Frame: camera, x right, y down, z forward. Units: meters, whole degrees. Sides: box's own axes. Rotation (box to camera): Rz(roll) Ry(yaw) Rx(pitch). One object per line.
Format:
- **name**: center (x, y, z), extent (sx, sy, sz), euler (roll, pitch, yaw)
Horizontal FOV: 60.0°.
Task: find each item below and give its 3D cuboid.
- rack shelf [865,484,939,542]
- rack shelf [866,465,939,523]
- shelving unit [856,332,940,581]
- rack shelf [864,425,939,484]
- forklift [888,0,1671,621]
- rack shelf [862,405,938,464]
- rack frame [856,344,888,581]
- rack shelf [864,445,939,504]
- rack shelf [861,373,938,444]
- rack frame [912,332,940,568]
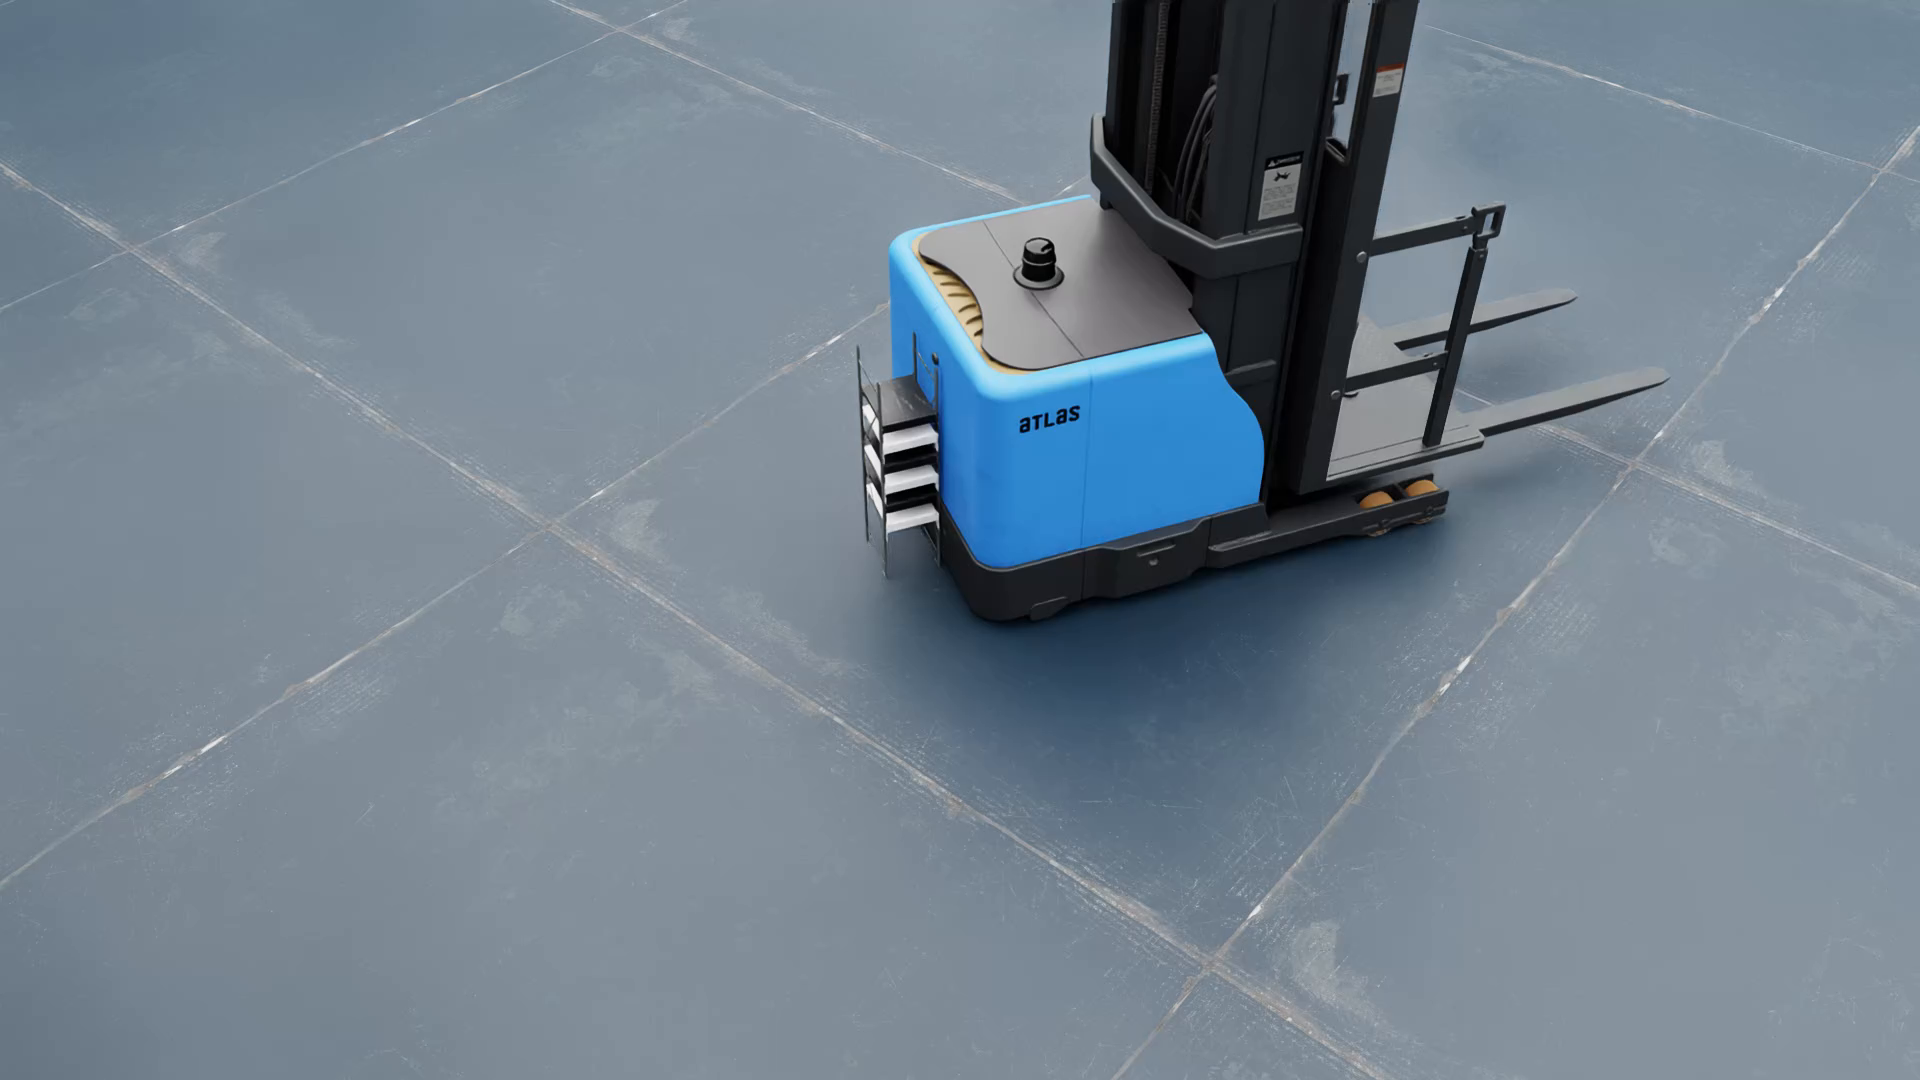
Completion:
- **rack shelf**: center (-0.213, -0.124, 6.034), extent (0.200, 0.077, 0.258), euler (-14, 44, -15)
- **rack shelf**: center (-0.213, -0.190, 5.974), extent (0.200, 0.077, 0.258), euler (-14, 44, -15)
- **shelving unit**: center (-0.213, -0.281, 5.891), extent (0.210, 0.900, 0.258), euler (-14, 44, -15)
- **rack shelf**: center (-0.213, -0.323, 5.853), extent (0.200, 0.077, 0.258), euler (-14, 44, -15)
- **forklift**: center (1.306, -1.418, 5.631), extent (3.031, 2.935, 1.130), euler (-14, 44, -15)
- **rack shelf**: center (-0.213, -0.390, 5.792), extent (0.200, 0.077, 0.258), euler (-14, 44, -15)
- **rack frame**: center (-0.308, -0.257, 5.864), extent (0.006, 0.900, 0.240), euler (-14, 44, -15)
- **rack shelf**: center (-0.213, -0.257, 5.913), extent (0.200, 0.077, 0.258), euler (-14, 44, -15)
- **rack shelf**: center (-0.213, -0.457, 5.731), extent (0.200, 0.077, 0.258), euler (-14, 44, -15)
- **rack frame**: center (-0.118, -0.306, 5.917), extent (0.006, 0.900, 0.240), euler (-14, 44, -15)
